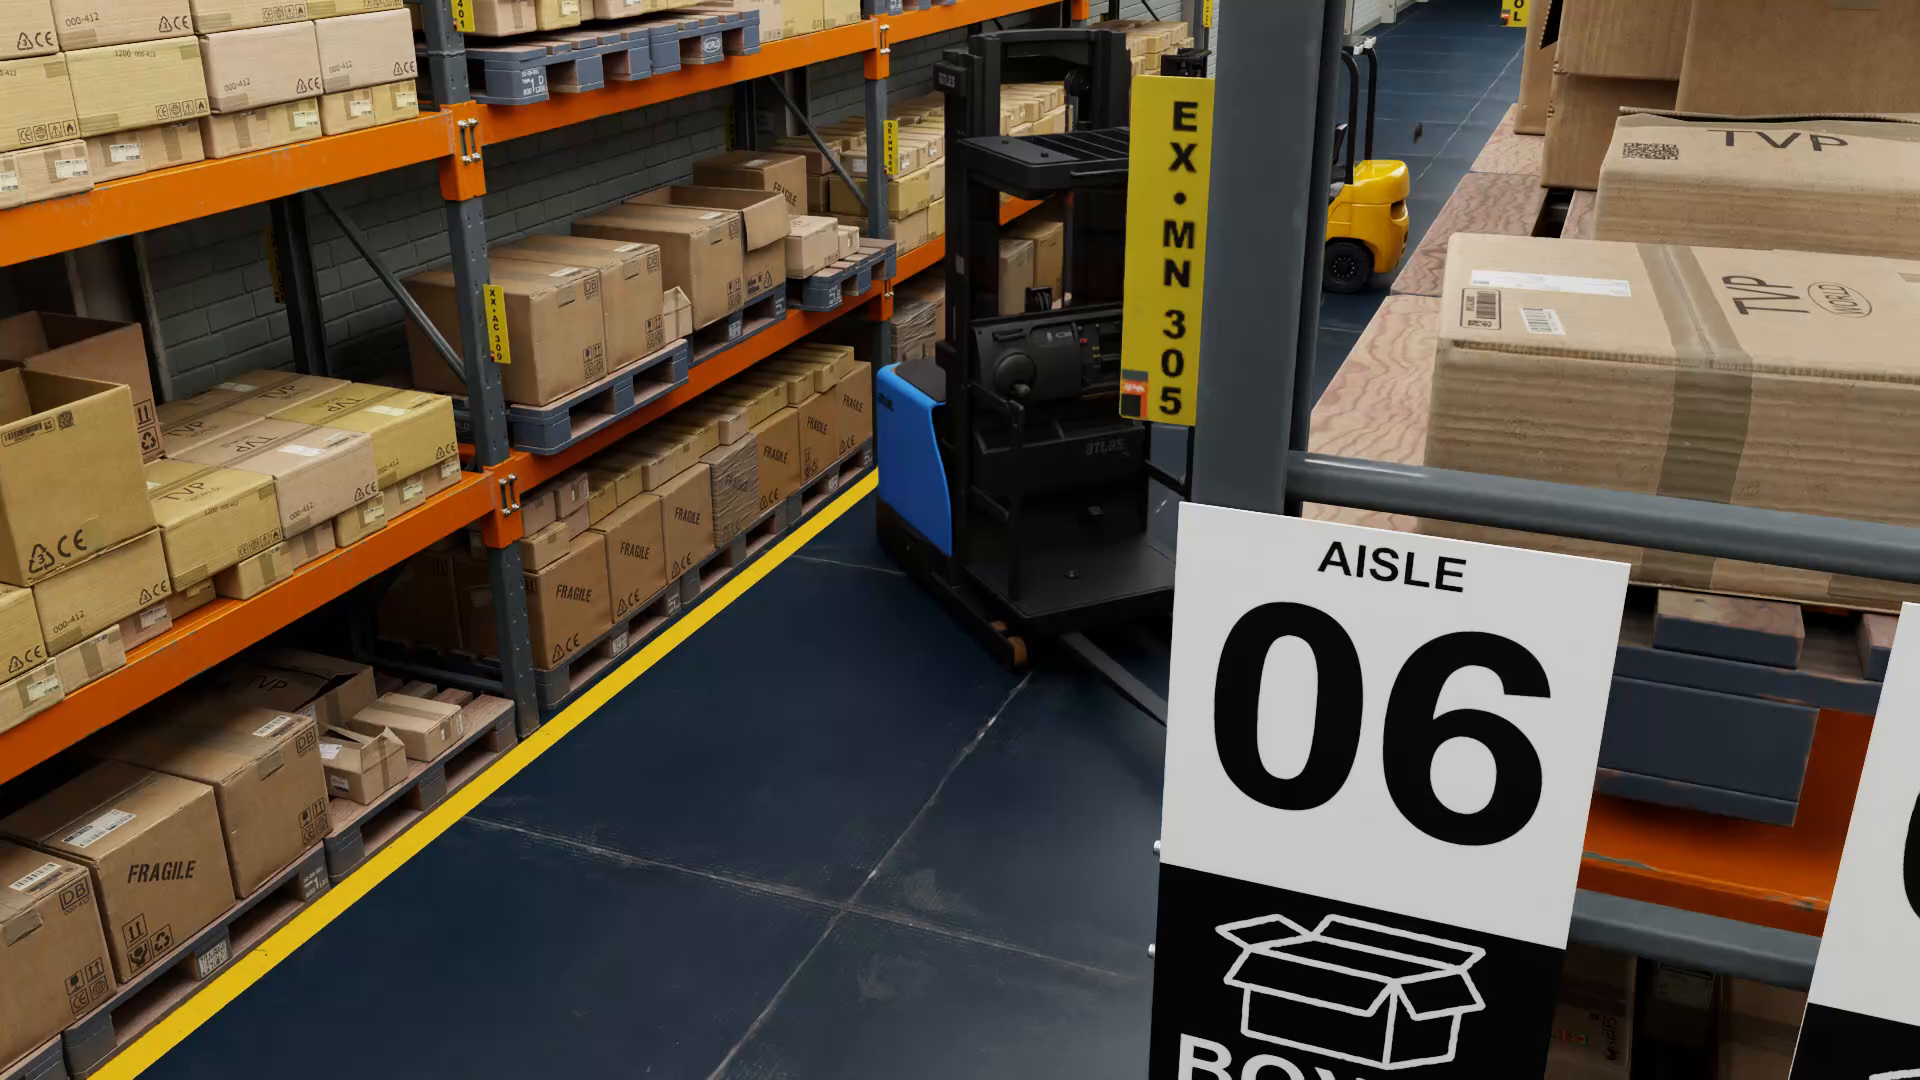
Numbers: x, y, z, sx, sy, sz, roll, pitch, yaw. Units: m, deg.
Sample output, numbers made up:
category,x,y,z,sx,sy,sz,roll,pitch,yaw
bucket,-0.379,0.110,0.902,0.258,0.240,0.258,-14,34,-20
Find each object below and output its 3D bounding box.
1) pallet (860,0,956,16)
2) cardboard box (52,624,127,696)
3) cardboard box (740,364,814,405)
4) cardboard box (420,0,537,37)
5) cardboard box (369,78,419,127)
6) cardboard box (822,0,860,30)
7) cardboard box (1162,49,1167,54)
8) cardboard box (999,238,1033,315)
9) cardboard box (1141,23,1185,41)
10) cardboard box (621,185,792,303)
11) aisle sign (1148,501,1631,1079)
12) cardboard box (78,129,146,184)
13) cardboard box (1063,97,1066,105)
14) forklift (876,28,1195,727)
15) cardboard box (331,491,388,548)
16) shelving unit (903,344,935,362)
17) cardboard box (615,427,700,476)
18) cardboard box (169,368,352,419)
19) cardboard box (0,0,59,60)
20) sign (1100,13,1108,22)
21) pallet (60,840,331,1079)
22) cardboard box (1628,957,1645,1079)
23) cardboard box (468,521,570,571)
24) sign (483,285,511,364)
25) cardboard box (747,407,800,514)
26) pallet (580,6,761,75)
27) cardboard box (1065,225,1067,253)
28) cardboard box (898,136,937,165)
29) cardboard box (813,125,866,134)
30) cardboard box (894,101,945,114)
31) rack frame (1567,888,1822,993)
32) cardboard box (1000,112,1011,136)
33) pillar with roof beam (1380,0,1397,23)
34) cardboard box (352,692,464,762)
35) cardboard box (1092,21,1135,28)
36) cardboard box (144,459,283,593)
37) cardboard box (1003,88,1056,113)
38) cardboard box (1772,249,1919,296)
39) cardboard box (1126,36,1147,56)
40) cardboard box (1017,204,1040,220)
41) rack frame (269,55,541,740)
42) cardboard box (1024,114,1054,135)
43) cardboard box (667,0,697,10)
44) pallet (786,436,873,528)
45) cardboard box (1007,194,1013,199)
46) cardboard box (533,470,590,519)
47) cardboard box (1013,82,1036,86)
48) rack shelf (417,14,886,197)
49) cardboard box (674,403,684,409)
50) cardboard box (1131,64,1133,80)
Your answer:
category,x,y,z,sx,sy,sz,roll,pitch,yaw
pallet,-0.767,-3.550,10.711,1.213,0.211,1.003,10,25,22
cardboard box,-2.928,0.352,5.342,0.380,0.149,0.250,9,24,21
cardboard box,-1.096,-0.934,9.952,0.380,0.149,0.250,8,24,18
cardboard box,-1.942,-2.124,6.704,0.380,0.149,0.250,9,24,21
cardboard box,-2.281,-1.664,6.275,0.380,0.149,0.250,9,24,20
cardboard box,-0.902,-3.094,9.569,0.500,0.250,0.500,8,24,18
cardboard box,1.788,-4.673,16.074,0.380,0.149,0.250,8,24,18
cardboard box,0.071,-2.062,13.332,0.875,0.625,0.625,9,24,20
cardboard box,2.035,-5.092,16.692,0.380,0.149,0.250,9,24,20
cardboard box,-1.371,-1.629,9.078,0.797,0.503,0.637,8,24,19
aisle sign,0.387,0.356,1.633,0.394,0.787,0.004,9,24,20
cardboard box,-2.793,-1.212,5.194,0.380,0.149,0.250,9,24,21
cardboard box,0.957,-3.597,14.339,0.500,0.500,0.500,8,24,19
forklift,0.598,-0.904,8.112,1.130,2.935,3.031,-10,25,-23
cardboard box,-2.457,-0.107,6.441,0.380,0.149,0.250,9,24,21
shelving unit,-0.186,-0.613,9.856,0.215,1.050,0.252,11,25,24
cardboard box,-1.615,-0.473,8.846,0.380,0.149,0.250,10,25,22
cardboard box,-2.857,-0.496,6.854,0.500,0.250,0.500,8,24,19
cardboard box,-2.950,-1.486,4.683,0.500,0.250,0.500,9,24,21
sign,1.522,-5.378,17.508,0.100,0.325,0.005,9,24,20
pallet,-3.130,1.404,6.115,1.003,0.211,1.213,9,24,20
cardboard box,0.660,0.860,2.372,0.500,0.500,0.500,10,25,22
cardboard box,-2.042,0.004,7.706,0.380,0.149,0.250,10,25,23
sign,-1.915,-0.891,6.868,0.100,0.325,0.005,9,24,20
cardboard box,-1.281,-0.491,9.731,0.500,0.500,0.500,10,25,22
pallet,-1.732,-2.459,8.096,1.213,0.211,1.003,9,24,20
cardboard box,1.016,-2.714,14.729,0.500,0.250,0.500,9,24,20
cardboard box,-0.375,-2.606,11.127,0.380,0.149,0.250,9,24,21
cardboard box,-0.831,-2.780,11.542,0.380,0.149,0.250,8,24,19
cardboard box,-0.303,-3.231,12.622,0.380,0.149,0.250,9,24,20
rack frame,0.702,1.574,2.089,1.000,3.000,0.127,9,24,20
cardboard box,0.155,-3.053,12.196,0.380,0.149,0.250,8,24,19
pillar with roof beam,13.852,-15.481,35.137,9.100,9.000,0.400,9,24,20
cardboard box,-2.356,0.797,7.105,0.380,0.149,0.250,8,24,18
cardboard box,1.555,-5.168,16.872,0.380,0.149,0.250,10,25,22
cardboard box,-2.755,-0.059,5.809,0.500,0.250,0.500,9,24,20
cardboard box,0.550,-3.526,13.327,0.380,0.149,0.250,8,24,19
cardboard box,1.320,-0.290,2.313,0.380,0.149,0.250,10,25,22
cardboard box,1.534,-4.635,15.598,0.380,0.149,0.250,9,24,21
cardboard box,0.553,-3.019,14.812,0.500,0.250,0.500,9,24,21
rack frame,-2.422,-0.566,7.214,1.000,3.000,0.127,9,24,20
cardboard box,0.420,-3.193,13.049,0.500,0.250,0.500,8,24,19
cardboard box,-1.462,-2.580,7.794,0.380,0.149,0.250,9,24,21
pallet,-1.249,-0.449,10.552,1.003,0.211,1.213,9,24,20
cardboard box,0.211,-2.788,12.728,0.500,0.250,0.500,9,24,20
cardboard box,-1.990,-0.233,7.888,0.380,0.149,0.250,8,24,17
cardboard box,0.430,-3.926,14.287,0.380,0.149,0.250,9,24,20
rack shelf,-1.679,-2.334,8.488,1.077,0.370,4.000,9,24,20
cardboard box,-1.800,-0.819,9.677,0.380,0.149,0.250,8,24,19
cardboard box,1.337,-4.213,14.972,0.380,0.149,0.250,9,24,20
